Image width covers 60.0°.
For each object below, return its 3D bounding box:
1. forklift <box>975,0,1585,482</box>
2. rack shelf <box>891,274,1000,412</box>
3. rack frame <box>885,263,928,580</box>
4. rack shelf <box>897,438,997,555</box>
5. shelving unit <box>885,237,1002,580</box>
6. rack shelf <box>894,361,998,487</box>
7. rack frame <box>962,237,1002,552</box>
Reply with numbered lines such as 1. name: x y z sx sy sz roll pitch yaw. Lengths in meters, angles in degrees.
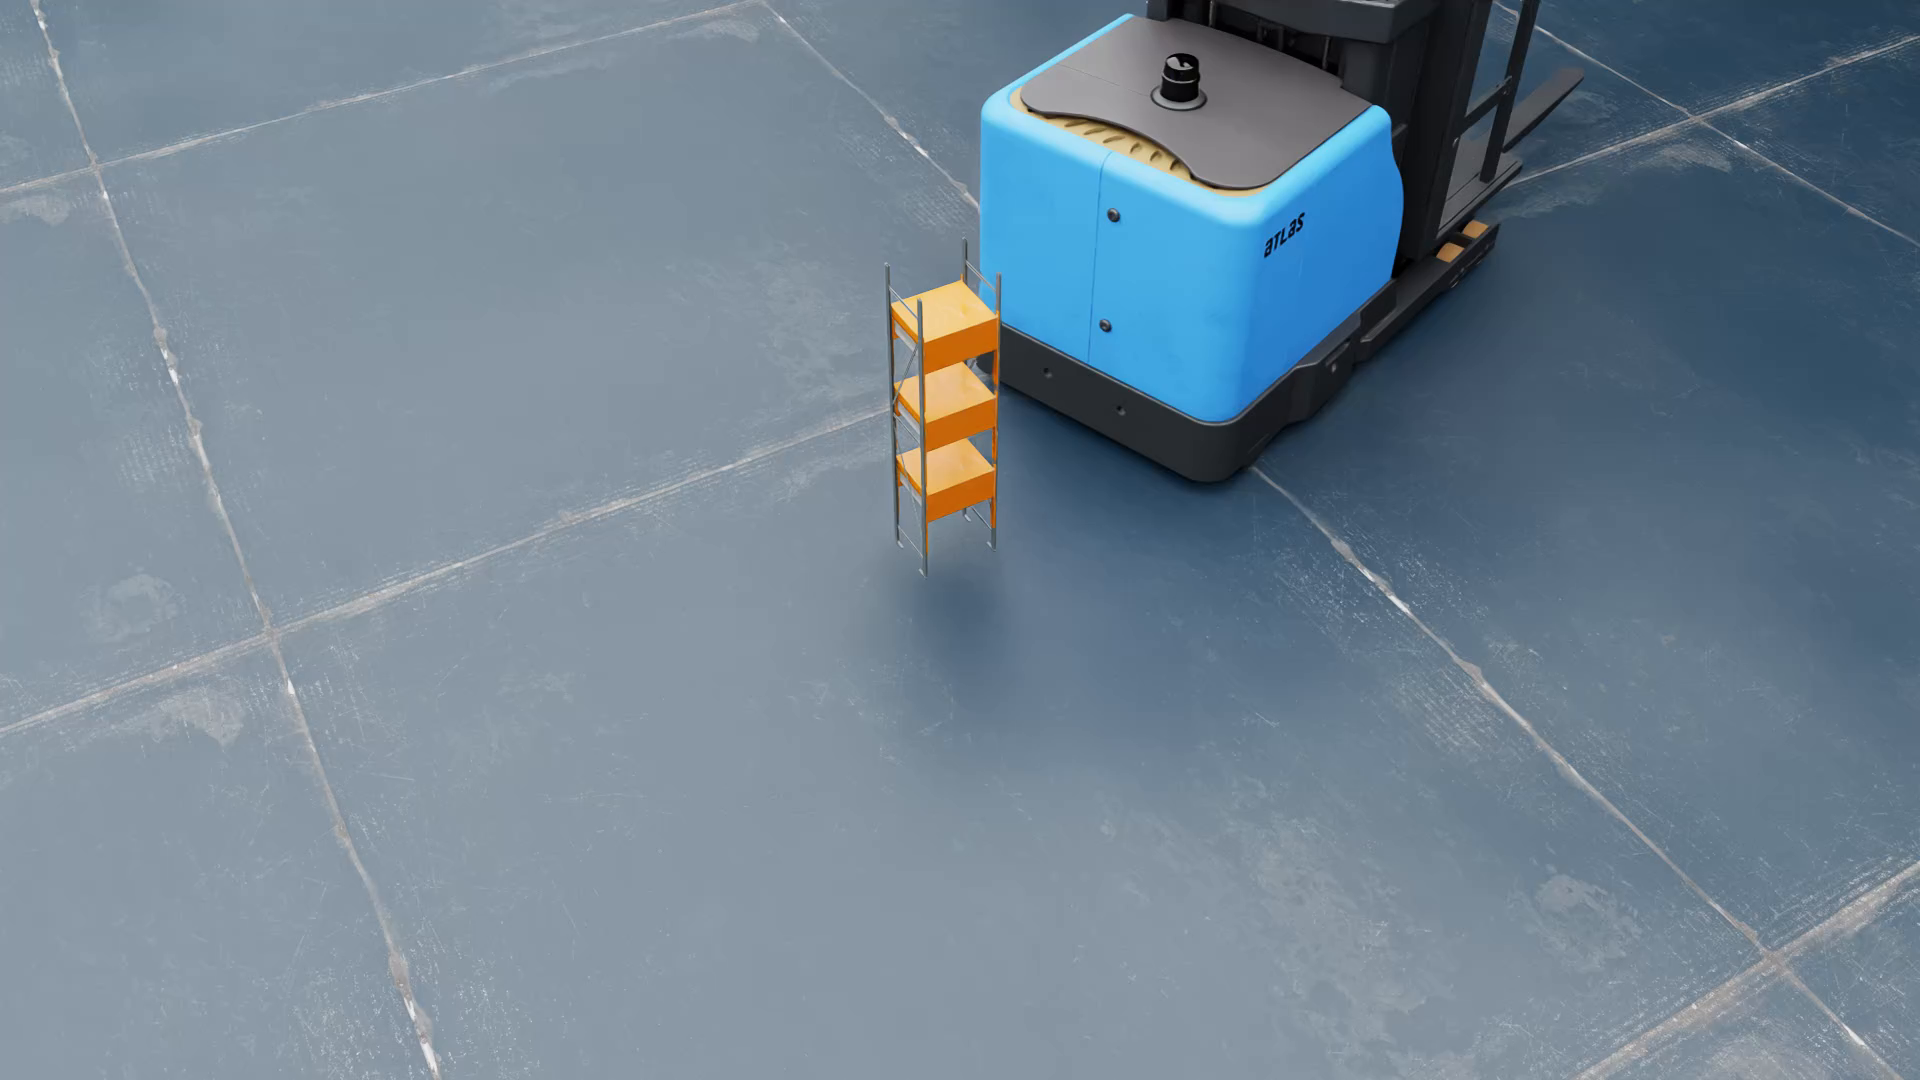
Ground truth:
1. forklift: 1.383 -2.196 5.408 1.130 2.935 3.031 30 52 28
2. rack shelf: -0.046 -0.554 4.675 0.240 0.259 0.215 -22 48 -21
3. rack frame: -0.152 -0.316 4.822 0.008 1.050 0.200 -22 48 -21
4. rack shelf: -0.046 -0.151 5.066 0.240 0.259 0.215 -22 48 -21
5. shelving unit: -0.046 -0.358 4.865 0.252 1.050 0.215 -22 48 -21
6. rack shelf: -0.046 -0.351 4.873 0.240 0.259 0.215 -22 48 -21
7. rack frame: 0.059 -0.401 4.909 0.008 1.050 0.200 -22 48 -21
